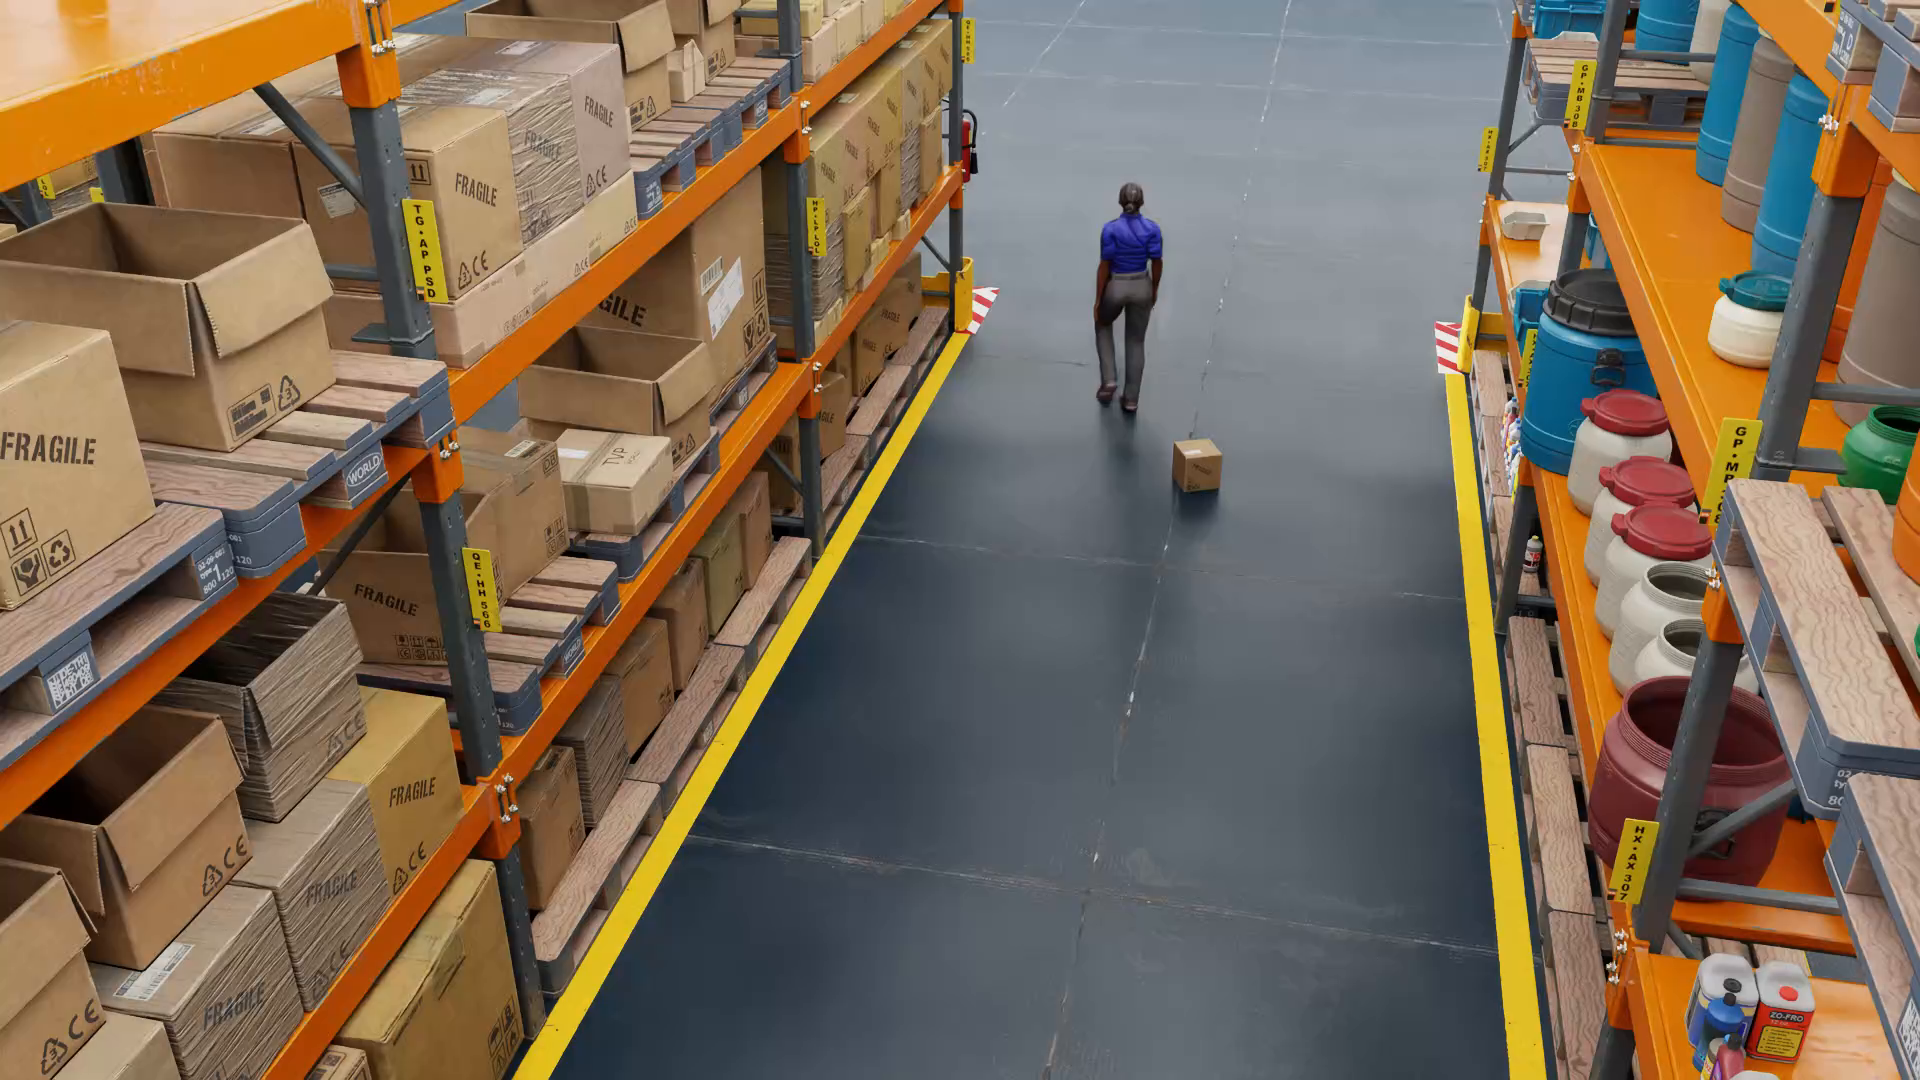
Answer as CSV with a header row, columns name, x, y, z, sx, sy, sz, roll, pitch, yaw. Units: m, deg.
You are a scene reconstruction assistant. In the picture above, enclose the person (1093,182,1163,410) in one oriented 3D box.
name,x,y,z,sx,sy,sz,roll,pitch,yaw
person,1.171,-1.720,11.739,0.482,1.705,0.487,-1,29,-2
